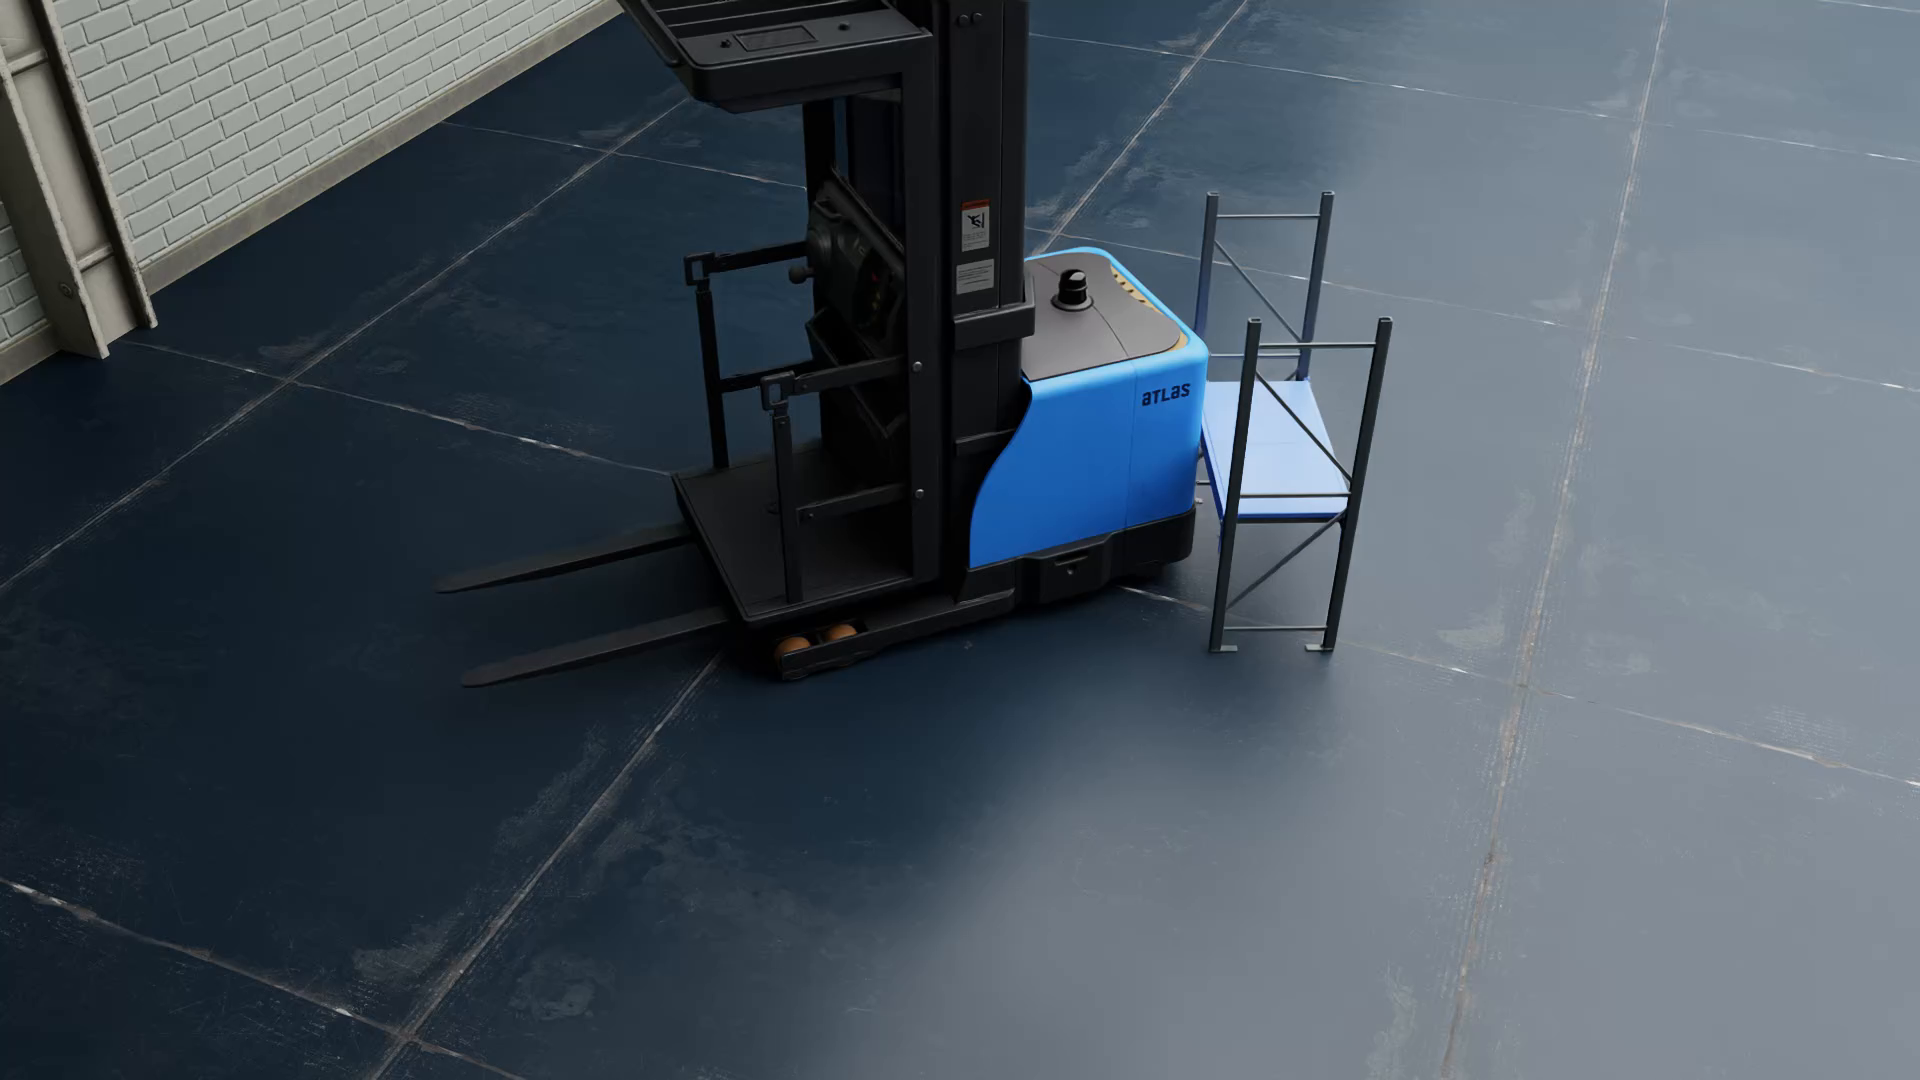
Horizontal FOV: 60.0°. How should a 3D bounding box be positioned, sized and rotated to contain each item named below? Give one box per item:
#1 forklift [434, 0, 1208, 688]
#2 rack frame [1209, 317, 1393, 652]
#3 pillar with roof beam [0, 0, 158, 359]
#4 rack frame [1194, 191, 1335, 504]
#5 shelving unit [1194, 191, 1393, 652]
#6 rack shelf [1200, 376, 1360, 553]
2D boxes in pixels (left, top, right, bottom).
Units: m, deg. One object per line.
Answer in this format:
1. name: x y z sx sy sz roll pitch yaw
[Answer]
1. forklift: -0.578 -0.988 6.124 3.031 2.935 1.130 -14 39 -18
2. rack frame: 1.250 -0.164 6.217 0.500 1.500 0.032 -1 37 -1
3. pillar with roof beam: -0.464 -3.690 4.671 9.100 9.000 0.400 14 39 18
4. rack frame: 1.230 -0.773 7.031 0.500 1.500 0.032 -1 37 -1
5. shelving unit: 1.240 -0.469 6.624 0.538 1.500 1.048 -1 37 -1
6. rack shelf: 1.240 -0.325 6.731 0.538 0.185 1.000 -1 37 -1
